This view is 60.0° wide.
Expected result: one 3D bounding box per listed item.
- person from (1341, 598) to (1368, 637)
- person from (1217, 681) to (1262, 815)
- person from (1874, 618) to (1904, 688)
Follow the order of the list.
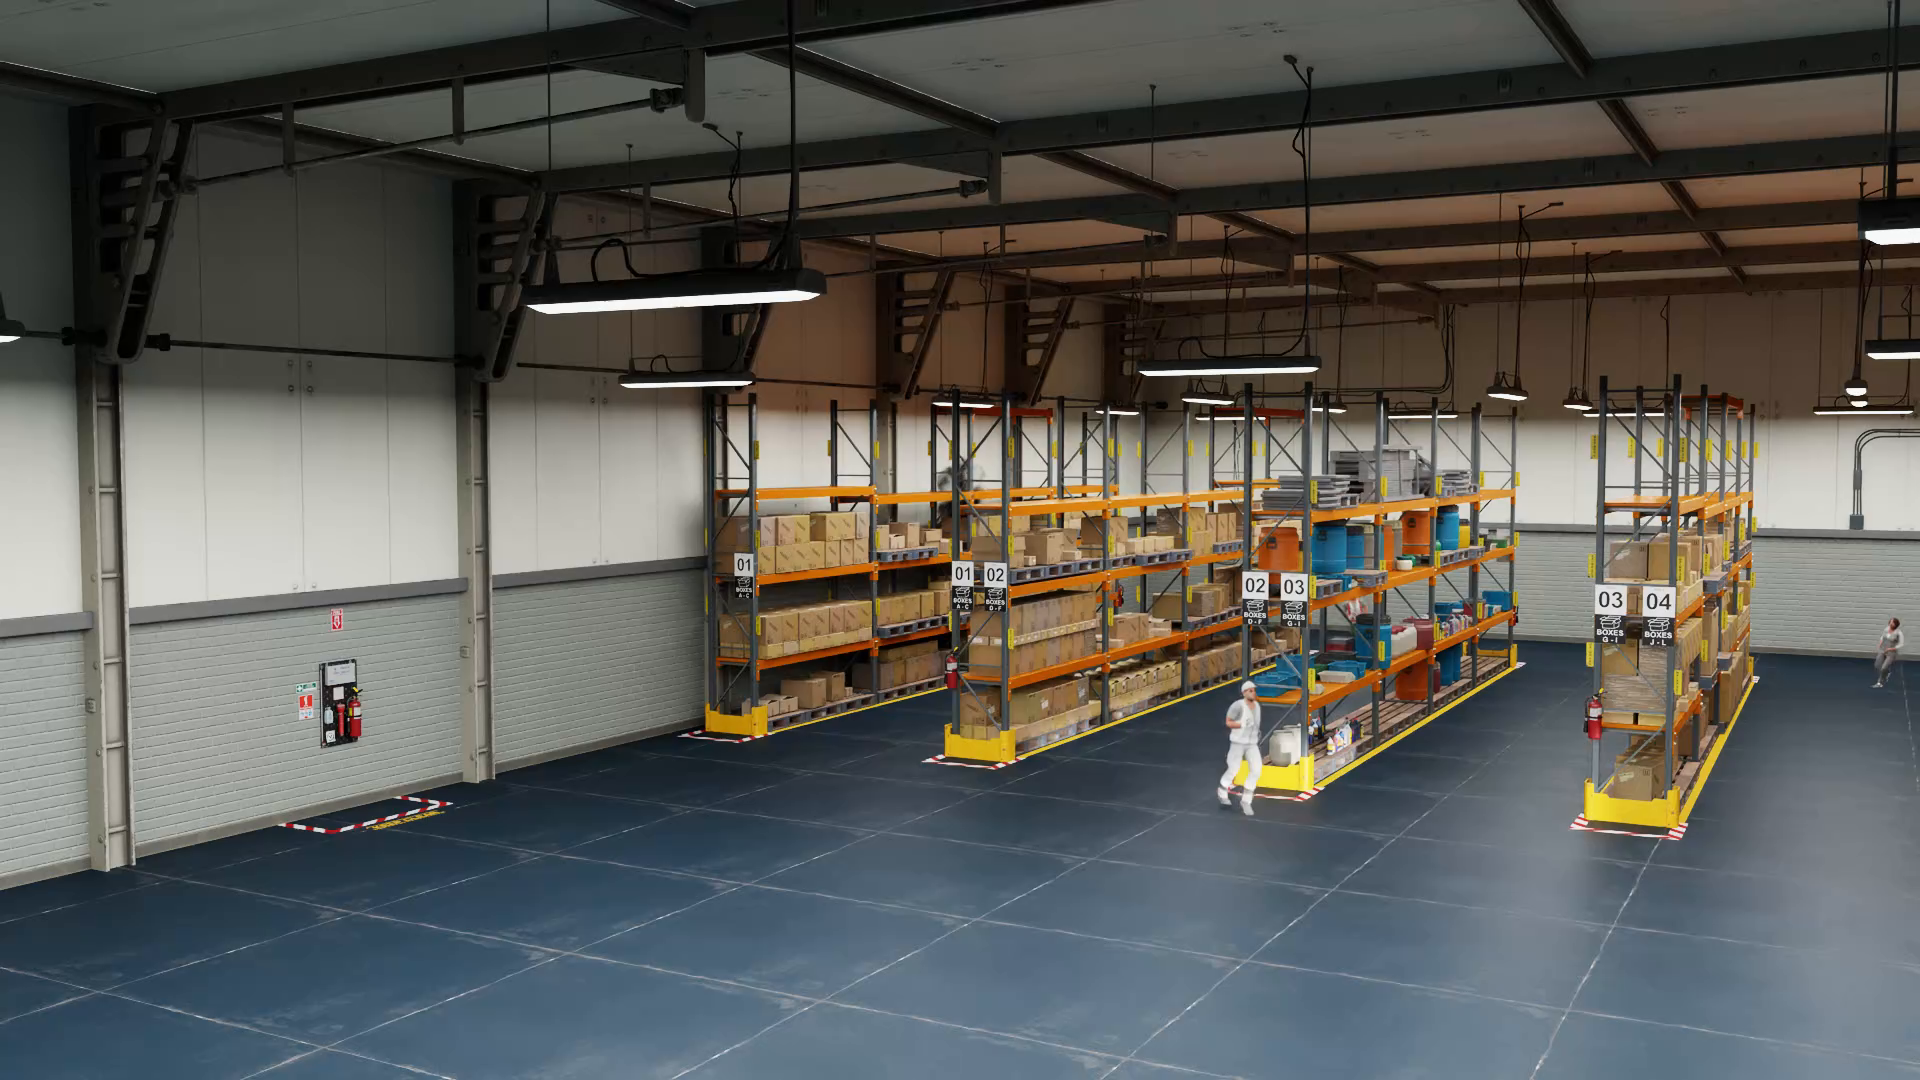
[{"bbox_3d":[9.528,1.980,40.046,0.701,1.693,0.521,0,3,5],"label":"person"},{"bbox_3d":[3.953,2.873,23.091,0.652,1.842,0.756,-1,3,-24],"label":"person"},{"bbox_3d":[19.484,2.374,34.825,0.550,1.491,0.596,-2,4,-29],"label":"person"}]
